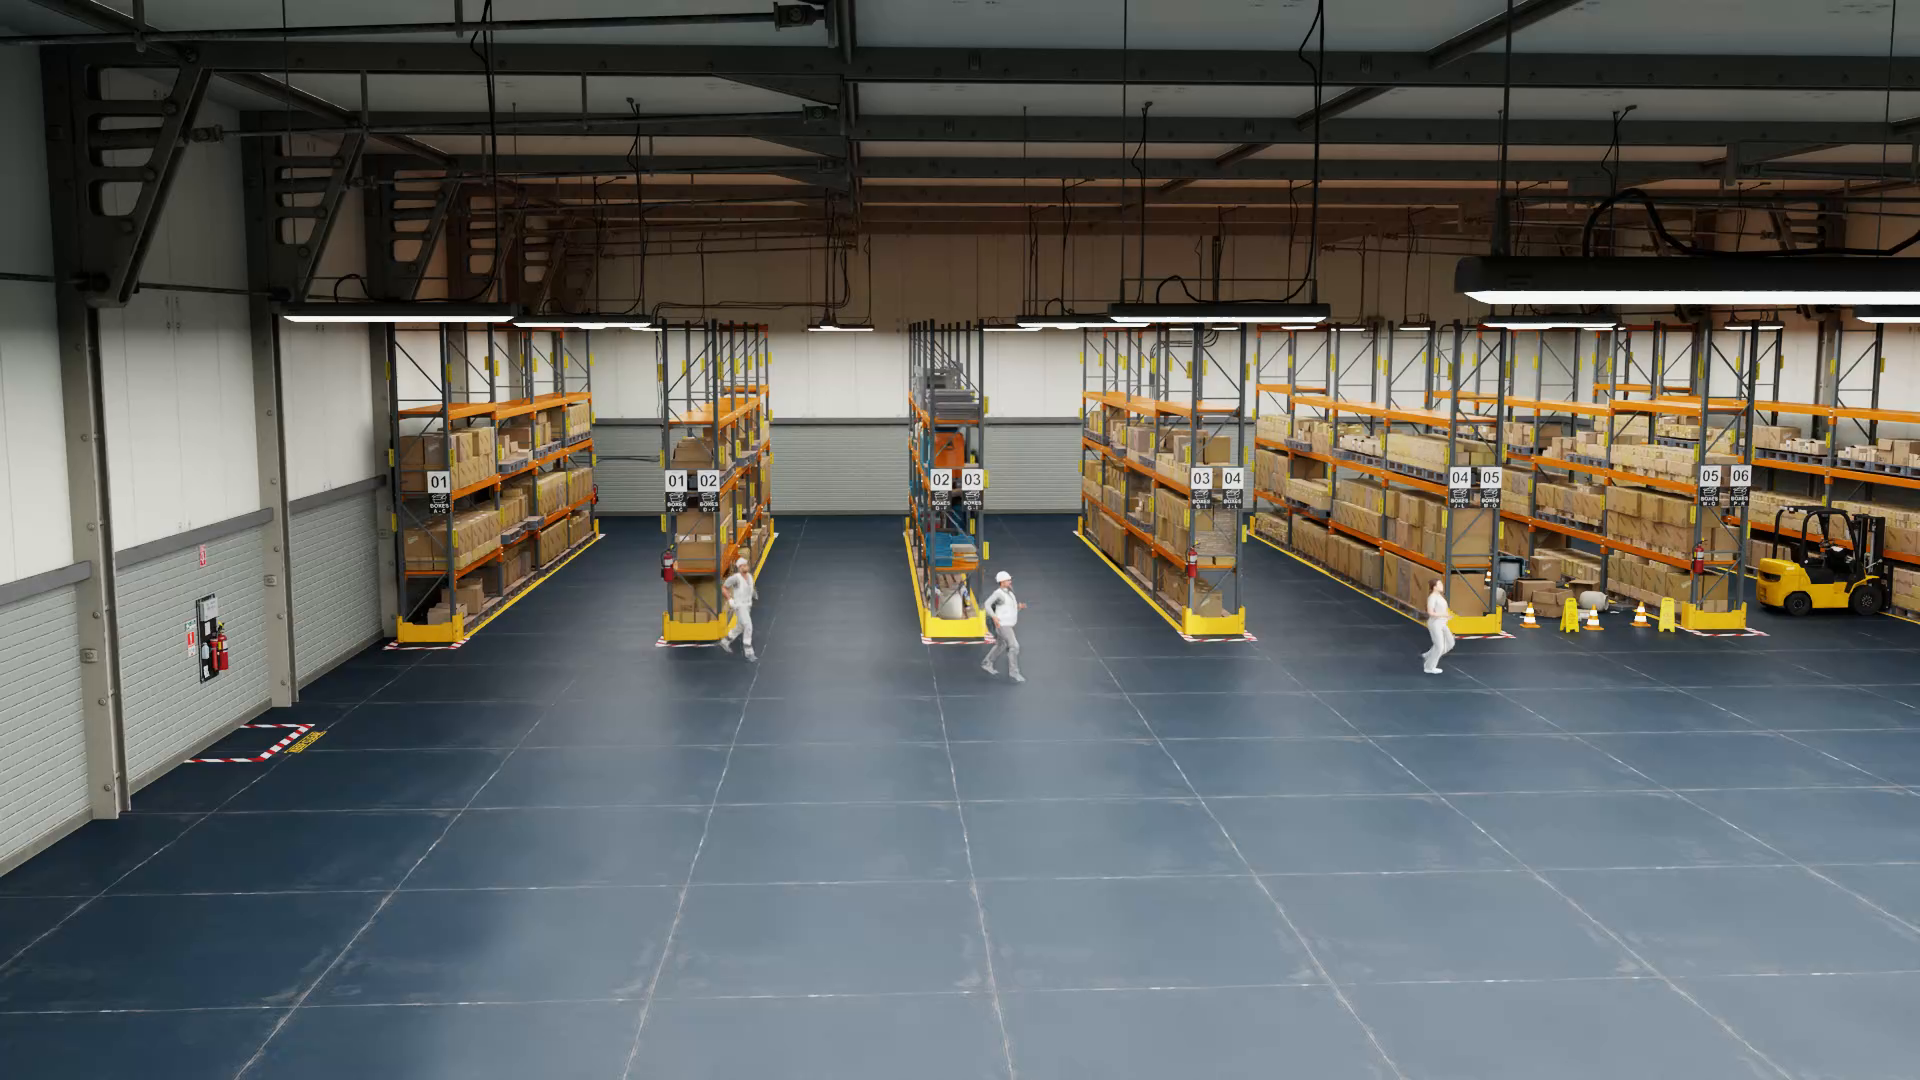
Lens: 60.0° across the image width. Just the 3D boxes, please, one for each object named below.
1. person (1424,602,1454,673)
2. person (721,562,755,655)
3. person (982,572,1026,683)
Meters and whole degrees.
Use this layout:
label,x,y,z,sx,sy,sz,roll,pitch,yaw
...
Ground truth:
label,x,y,z,sx,sy,sz,roll,pitch,yaw
person,8.076,1.649,28.112,0.504,1.214,0.352,5,9,35
person,-3.916,1.171,29.416,0.746,1.651,0.664,4,8,26
person,0.730,1.430,27.618,0.825,1.822,0.633,2,7,19
